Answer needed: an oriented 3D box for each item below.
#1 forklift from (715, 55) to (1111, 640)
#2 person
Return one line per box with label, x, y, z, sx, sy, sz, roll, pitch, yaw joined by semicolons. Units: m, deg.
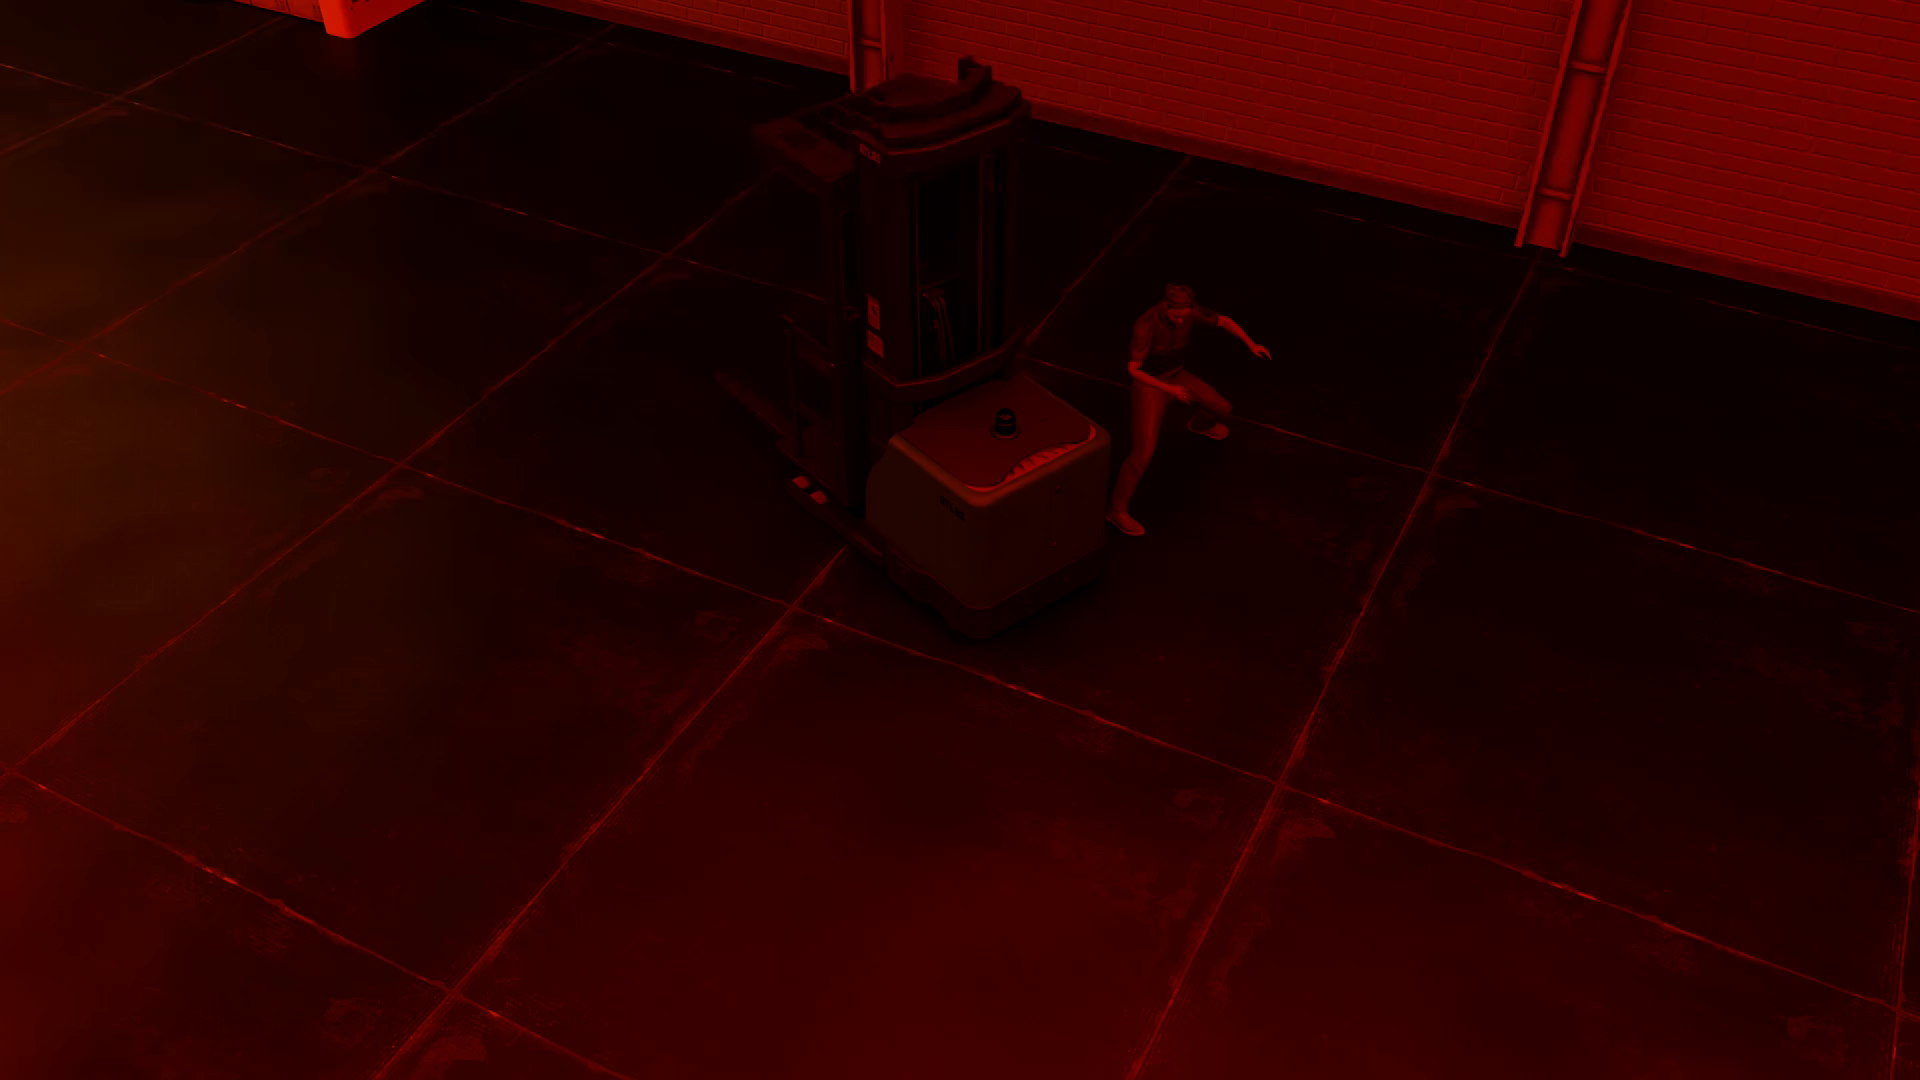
forklift;-0.448;-1.441;9.697;1.130;2.935;3.031;-27;47;-29
person;1.375;-0.925;10.245;1.218;1.429;0.676;-22;45;-24
